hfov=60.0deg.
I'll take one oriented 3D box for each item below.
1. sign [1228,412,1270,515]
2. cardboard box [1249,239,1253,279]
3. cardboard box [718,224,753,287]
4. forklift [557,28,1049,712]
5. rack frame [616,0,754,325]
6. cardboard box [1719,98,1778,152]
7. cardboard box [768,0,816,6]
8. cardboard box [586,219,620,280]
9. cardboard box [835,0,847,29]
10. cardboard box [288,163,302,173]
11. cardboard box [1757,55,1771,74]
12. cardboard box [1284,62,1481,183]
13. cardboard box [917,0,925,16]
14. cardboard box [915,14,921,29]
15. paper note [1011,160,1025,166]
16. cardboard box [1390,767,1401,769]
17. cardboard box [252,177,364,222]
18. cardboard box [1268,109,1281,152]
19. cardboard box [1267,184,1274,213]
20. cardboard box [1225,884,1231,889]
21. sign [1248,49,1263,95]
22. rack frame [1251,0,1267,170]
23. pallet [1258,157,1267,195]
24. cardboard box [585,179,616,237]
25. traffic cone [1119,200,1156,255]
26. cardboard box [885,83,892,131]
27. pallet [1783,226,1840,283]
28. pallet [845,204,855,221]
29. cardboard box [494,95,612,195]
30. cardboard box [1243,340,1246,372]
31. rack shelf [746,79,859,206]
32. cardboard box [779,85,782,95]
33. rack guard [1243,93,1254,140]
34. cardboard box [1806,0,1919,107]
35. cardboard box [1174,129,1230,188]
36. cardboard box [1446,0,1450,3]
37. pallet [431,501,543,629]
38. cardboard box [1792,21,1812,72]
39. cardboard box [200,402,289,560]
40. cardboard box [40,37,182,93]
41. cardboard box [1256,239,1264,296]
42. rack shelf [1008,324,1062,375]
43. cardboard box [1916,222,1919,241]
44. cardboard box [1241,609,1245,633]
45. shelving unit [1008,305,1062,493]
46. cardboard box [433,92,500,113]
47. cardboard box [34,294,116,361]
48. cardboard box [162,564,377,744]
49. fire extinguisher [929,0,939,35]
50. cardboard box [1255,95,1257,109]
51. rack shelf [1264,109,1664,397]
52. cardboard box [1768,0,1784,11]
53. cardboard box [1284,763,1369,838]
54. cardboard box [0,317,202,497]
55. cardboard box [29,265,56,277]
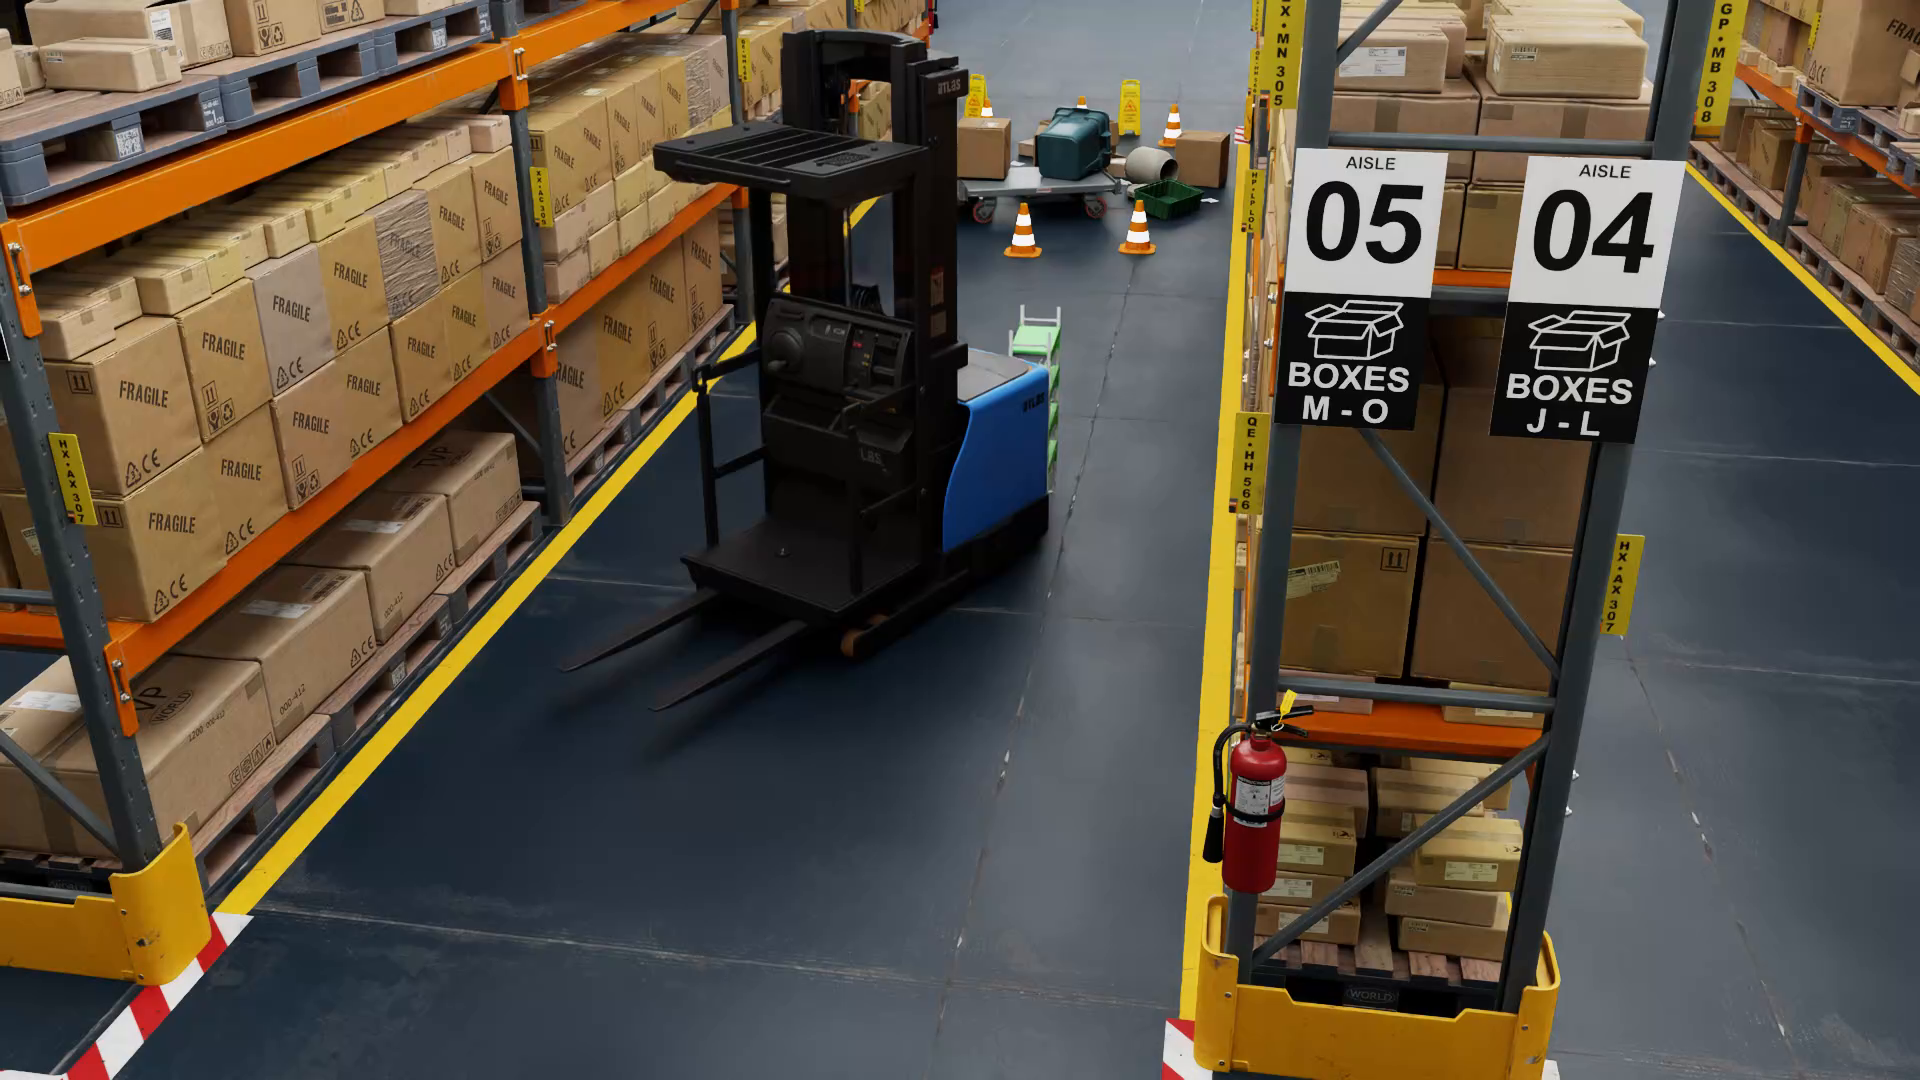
[{"bbox_3d":[0.862,-0.227,4.958,0.100,0.325,0.005,4,25,9],"label":"sign"},{"bbox_3d":[2.362,-1.985,12.020,0.500,0.250,0.500,3,25,6],"label":"cardboard box"},{"bbox_3d":[-2.084,-2.395,13.932,0.950,0.372,0.625,2,25,5],"label":"cardboard box"},{"bbox_3d":[-0.761,-0.948,8.319,1.130,2.935,3.031,17,30,32],"label":"forklift"},{"bbox_3d":[-2.187,-3.159,12.961,1.000,3.000,0.127,4,25,9],"label":"rack frame"},{"bbox_3d":[8.779,-4.616,18.528,0.500,0.500,0.500,9,27,18],"label":"cardboard box"},{"bbox_3d":[-1.507,-4.882,14.912,0.380,0.149,0.250,3,25,6],"label":"cardboard box"},{"bbox_3d":[-2.425,-1.801,10.235,0.500,0.250,0.500,3,25,7],"label":"cardboard box"},{"bbox_3d":[-1.382,-4.993,15.915,0.500,0.500,0.500,4,25,8],"label":"cardboard box"},{"bbox_3d":[-3.347,-1.737,7.860,0.380,0.149,0.250,3,25,7],"label":"cardboard box"},{"bbox_3d":[8.249,-4.768,16.695,0.380,0.149,0.250,4,25,9],"label":"cardboard box"},{"bbox_3d":[1.230,-1.240,4.909,0.500,0.250,0.500,3,25,7],"label":"cardboard box"},{"bbox_3d":[-0.696,-6.439,19.499,0.500,0.500,0.500,4,25,8],"label":"cardboard box"},{"bbox_3d":[-0.661,-6.106,19.554,0.380,0.149,0.250,4,25,8],"label":"cardboard box"},{"bbox_3d":[0.643,-4.277,18.865,0.148,0.019,0.142,13,28,26],"label":"paper note"},{"bbox_3d":[1.947,0.933,6.734,0.380,0.149,0.250,5,26,10],"label":"cardboard box"},{"bbox_3d":[-2.873,-1.493,7.339,0.380,0.149,0.250,4,25,9],"label":"cardboard box"},{"bbox_3d":[1.457,-1.656,6.388,0.500,0.250,0.500,5,26,11],"label":"cardboard box"},{"bbox_3d":[1.563,-1.220,7.170,0.500,0.500,0.500,4,25,9],"label":"cardboard box"},{"bbox_3d":[1.228,1.239,6.432,0.380,0.149,0.250,5,26,10],"label":"cardboard box"},{"bbox_3d":[2.165,-3.420,12.152,0.100,0.325,0.005,4,25,9],"label":"sign"},{"bbox_3d":[3.367,-4.531,15.893,1.000,3.000,0.127,4,25,9],"label":"rack frame"},{"bbox_3d":[2.702,-2.466,11.707,1.213,0.211,1.003,4,25,9],"label":"pallet"},{"bbox_3d":[-2.433,-2.029,10.134,0.500,0.250,0.500,4,25,9],"label":"cardboard box"},{"bbox_3d":[1.658,-2.926,15.456,0.336,0.463,0.334,4,25,9],"label":"traffic cone"},{"bbox_3d":[-1.008,-4.786,18.300,0.500,0.500,0.500,5,26,11],"label":"cardboard box"},{"bbox_3d":[8.118,-2.557,14.963,1.003,0.211,1.213,4,25,9],"label":"pallet"},{"bbox_3d":[-1.659,-3.243,16.430,1.003,0.211,1.213,4,25,9],"label":"pallet"},{"bbox_3d":[-2.429,-2.363,9.963,0.500,0.500,0.500,4,25,8],"label":"cardboard box"},{"bbox_3d":[2.267,-1.428,11.715,0.500,0.500,0.500,4,25,9],"label":"cardboard box"},{"bbox_3d":[-1.860,-3.670,14.900,1.077,0.370,4.000,4,25,9],"label":"rack shelf"},{"bbox_3d":[-1.745,-3.926,14.401,0.380,0.149,0.250,5,26,11],"label":"cardboard box"},{"bbox_3d":[4.025,-5.082,20.018,1.175,0.500,0.348,4,25,9],"label":"rack guard"},{"bbox_3d":[7.976,-4.285,14.163,1.000,1.000,1.000,4,25,9],"label":"cardboard box"},{"bbox_3d":[2.608,-4.121,17.961,0.500,0.500,0.500,8,26,18],"label":"cardboard box"},{"bbox_3d":[1.967,-1.977,6.015,0.380,0.149,0.250,5,26,10],"label":"cardboard box"},{"bbox_3d":[-3.042,0.089,9.310,1.003,0.211,1.213,4,25,9],"label":"pallet"},{"bbox_3d":[8.495,-4.716,15.818,0.875,0.500,0.500,4,25,9],"label":"cardboard box"},{"bbox_3d":[-3.077,-0.253,6.634,0.500,0.500,0.500,4,25,8],"label":"cardboard box"},{"bbox_3d":[-3.089,-1.733,6.058,0.380,0.149,0.250,5,26,10],"label":"cardboard box"},{"bbox_3d":[1.730,-1.176,8.255,0.500,0.500,0.500,4,25,8],"label":"cardboard box"},{"bbox_3d":[0.440,-1.121,9.749,0.258,0.148,0.480,4,25,8],"label":"rack shelf"},{"bbox_3d":[7.747,-2.384,12.850,0.500,0.250,0.500,7,26,14],"label":"cardboard box"},{"bbox_3d":[1.509,0.454,7.759,0.380,0.149,0.250,4,25,8],"label":"cardboard box"},{"bbox_3d":[0.440,-0.744,9.925,0.258,1.200,0.503,4,25,8],"label":"shelving unit"},{"bbox_3d":[-2.938,-2.405,10.053,0.500,0.500,0.500,5,25,10],"label":"cardboard box"},{"bbox_3d":[-3.163,-0.734,5.718,0.380,0.149,0.250,5,25,10],"label":"cardboard box"},{"bbox_3d":[-3.343,0.491,7.690,0.875,0.438,0.875,5,25,10],"label":"cardboard box"},{"bbox_3d":[-0.406,-6.486,20.159,0.296,0.674,0.183,4,25,9],"label":"fire extinguisher"},{"bbox_3d":[2.850,-3.955,14.544,0.500,0.500,0.500,4,25,8],"label":"cardboard box"},{"bbox_3d":[1.733,-1.382,6.474,1.077,0.370,4.000,4,25,9],"label":"rack shelf"},{"bbox_3d":[8.209,-5.404,16.108,0.500,0.500,0.500,4,25,9],"label":"cardboard box"},{"bbox_3d":[1.340,0.979,6.286,0.380,0.149,0.250,5,25,10],"label":"cardboard box"},{"bbox_3d":[-3.135,-0.492,5.966,0.500,0.500,0.500,3,25,7],"label":"cardboard box"},{"bbox_3d":[-3.656,-0.991,6.266,0.380,0.149,0.250,4,25,8],"label":"cardboard box"}]
